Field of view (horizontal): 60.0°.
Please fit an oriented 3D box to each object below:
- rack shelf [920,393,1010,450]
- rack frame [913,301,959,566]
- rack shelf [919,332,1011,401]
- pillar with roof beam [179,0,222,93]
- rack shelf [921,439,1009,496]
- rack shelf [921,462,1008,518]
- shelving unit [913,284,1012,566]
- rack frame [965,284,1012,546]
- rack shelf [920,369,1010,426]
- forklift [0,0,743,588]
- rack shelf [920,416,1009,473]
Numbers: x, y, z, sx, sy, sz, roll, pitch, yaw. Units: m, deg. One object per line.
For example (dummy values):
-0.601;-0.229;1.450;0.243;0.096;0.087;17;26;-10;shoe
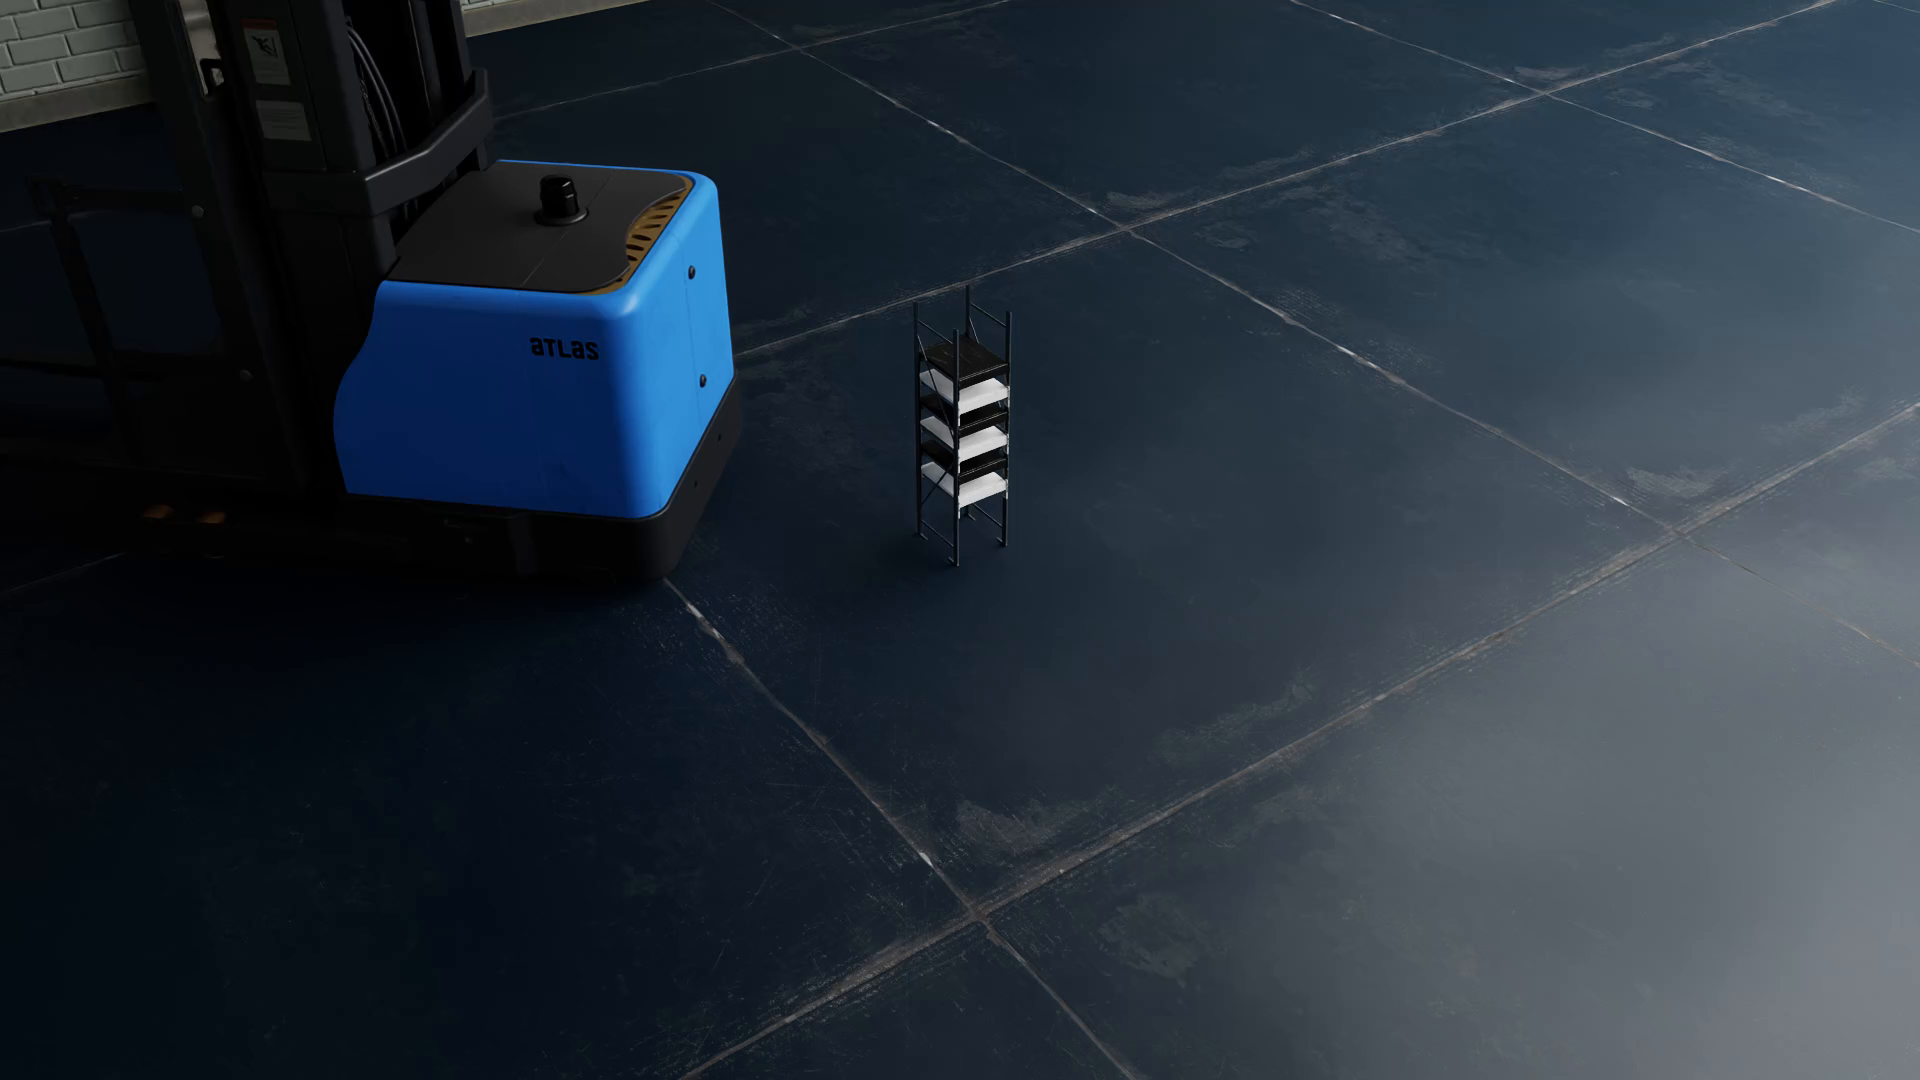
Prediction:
0.007;-0.414;5.458;0.200;0.077;0.258;-22;41;-28;rack shelf
-0.076;-0.334;5.444;0.006;0.900;0.240;-22;41;-28;rack frame
0.007;-0.560;5.353;0.200;0.077;0.258;-22;41;-28;rack shelf
-1.606;-4.039;3.658;0.400;9.000;9.100;-22;41;-28;pillar with roof beam
0.007;-0.268;5.563;0.200;0.077;0.258;-22;41;-28;rack shelf
0.007;-0.195;5.616;0.200;0.077;0.258;-22;41;-28;rack shelf
0.007;-0.368;5.491;0.210;0.900;0.258;-22;41;-28;shelving unit
0.090;-0.402;5.539;0.006;0.900;0.240;-22;41;-28;rack frame
0.007;-0.487;5.405;0.200;0.077;0.258;-22;41;-28;rack shelf
-2.372;-1.425;5.222;3.031;2.935;1.130;5;36;7;forklift
0.007;-0.341;5.511;0.200;0.077;0.258;-22;41;-28;rack shelf
